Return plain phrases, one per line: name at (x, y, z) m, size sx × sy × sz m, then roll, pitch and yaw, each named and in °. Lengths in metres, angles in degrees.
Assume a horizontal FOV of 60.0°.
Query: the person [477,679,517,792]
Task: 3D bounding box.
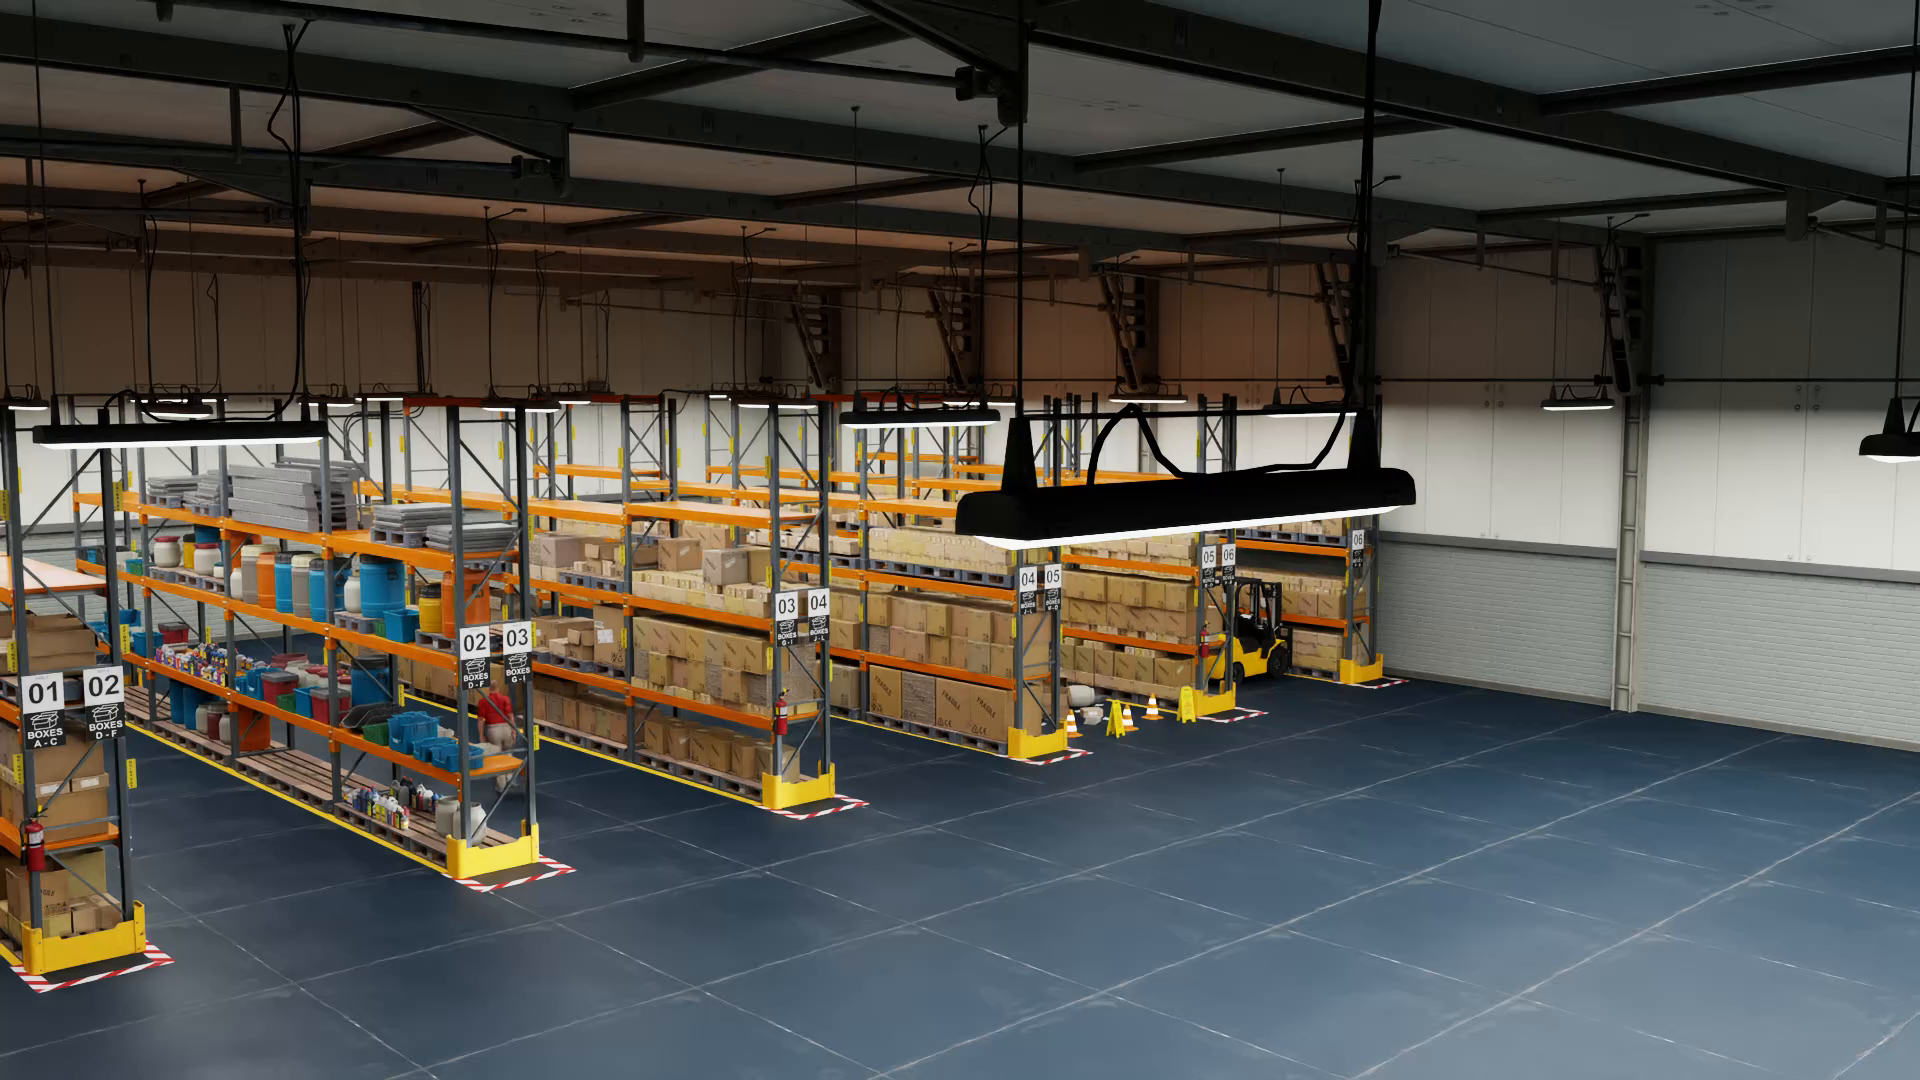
person at (-7.093, 3.006, 25.533) m, size 0.563 × 1.727 × 0.525 m, roll -3°, pitch 6°, yaw -31°
